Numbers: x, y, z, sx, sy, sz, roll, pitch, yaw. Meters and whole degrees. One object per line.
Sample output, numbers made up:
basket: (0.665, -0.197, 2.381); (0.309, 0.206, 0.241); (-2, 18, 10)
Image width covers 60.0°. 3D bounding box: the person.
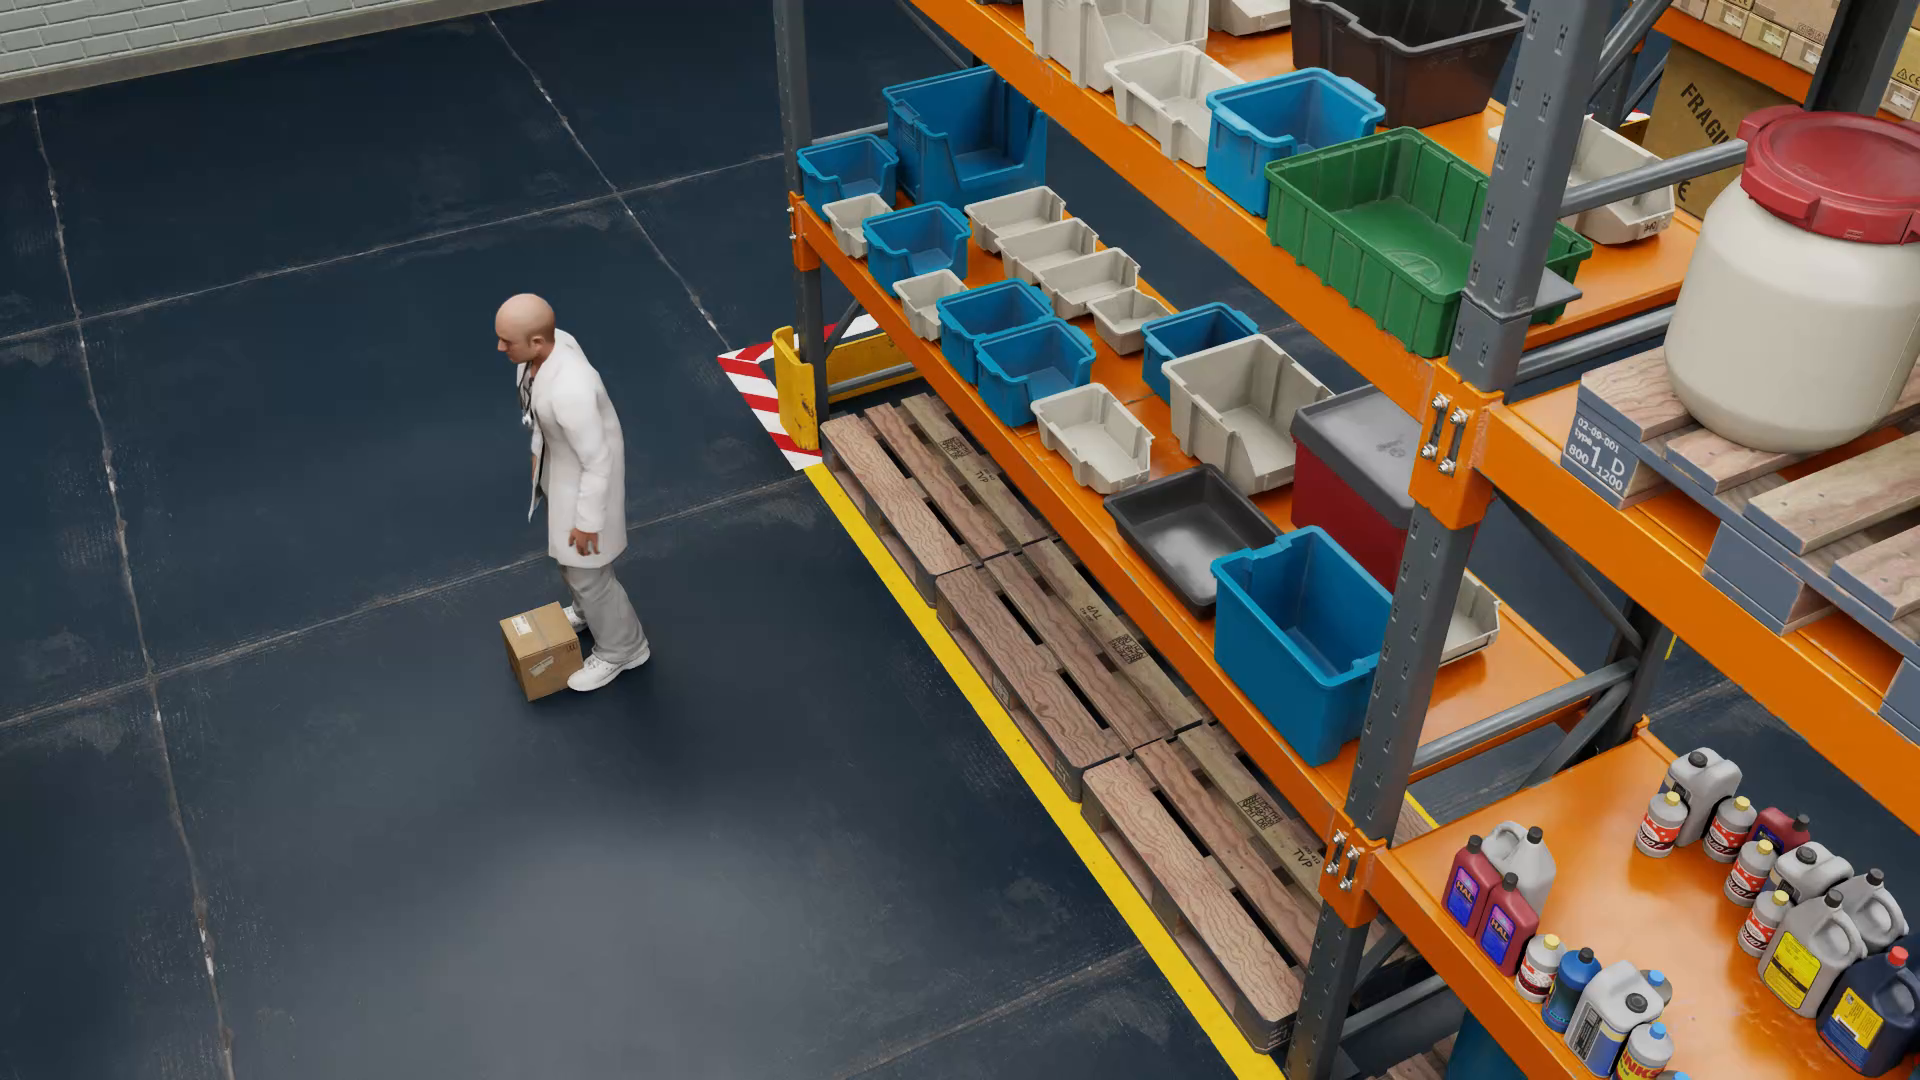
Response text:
person: (-1.492, -0.201, 6.403); (0.419, 1.774, 0.644); (-19, 44, -21)
